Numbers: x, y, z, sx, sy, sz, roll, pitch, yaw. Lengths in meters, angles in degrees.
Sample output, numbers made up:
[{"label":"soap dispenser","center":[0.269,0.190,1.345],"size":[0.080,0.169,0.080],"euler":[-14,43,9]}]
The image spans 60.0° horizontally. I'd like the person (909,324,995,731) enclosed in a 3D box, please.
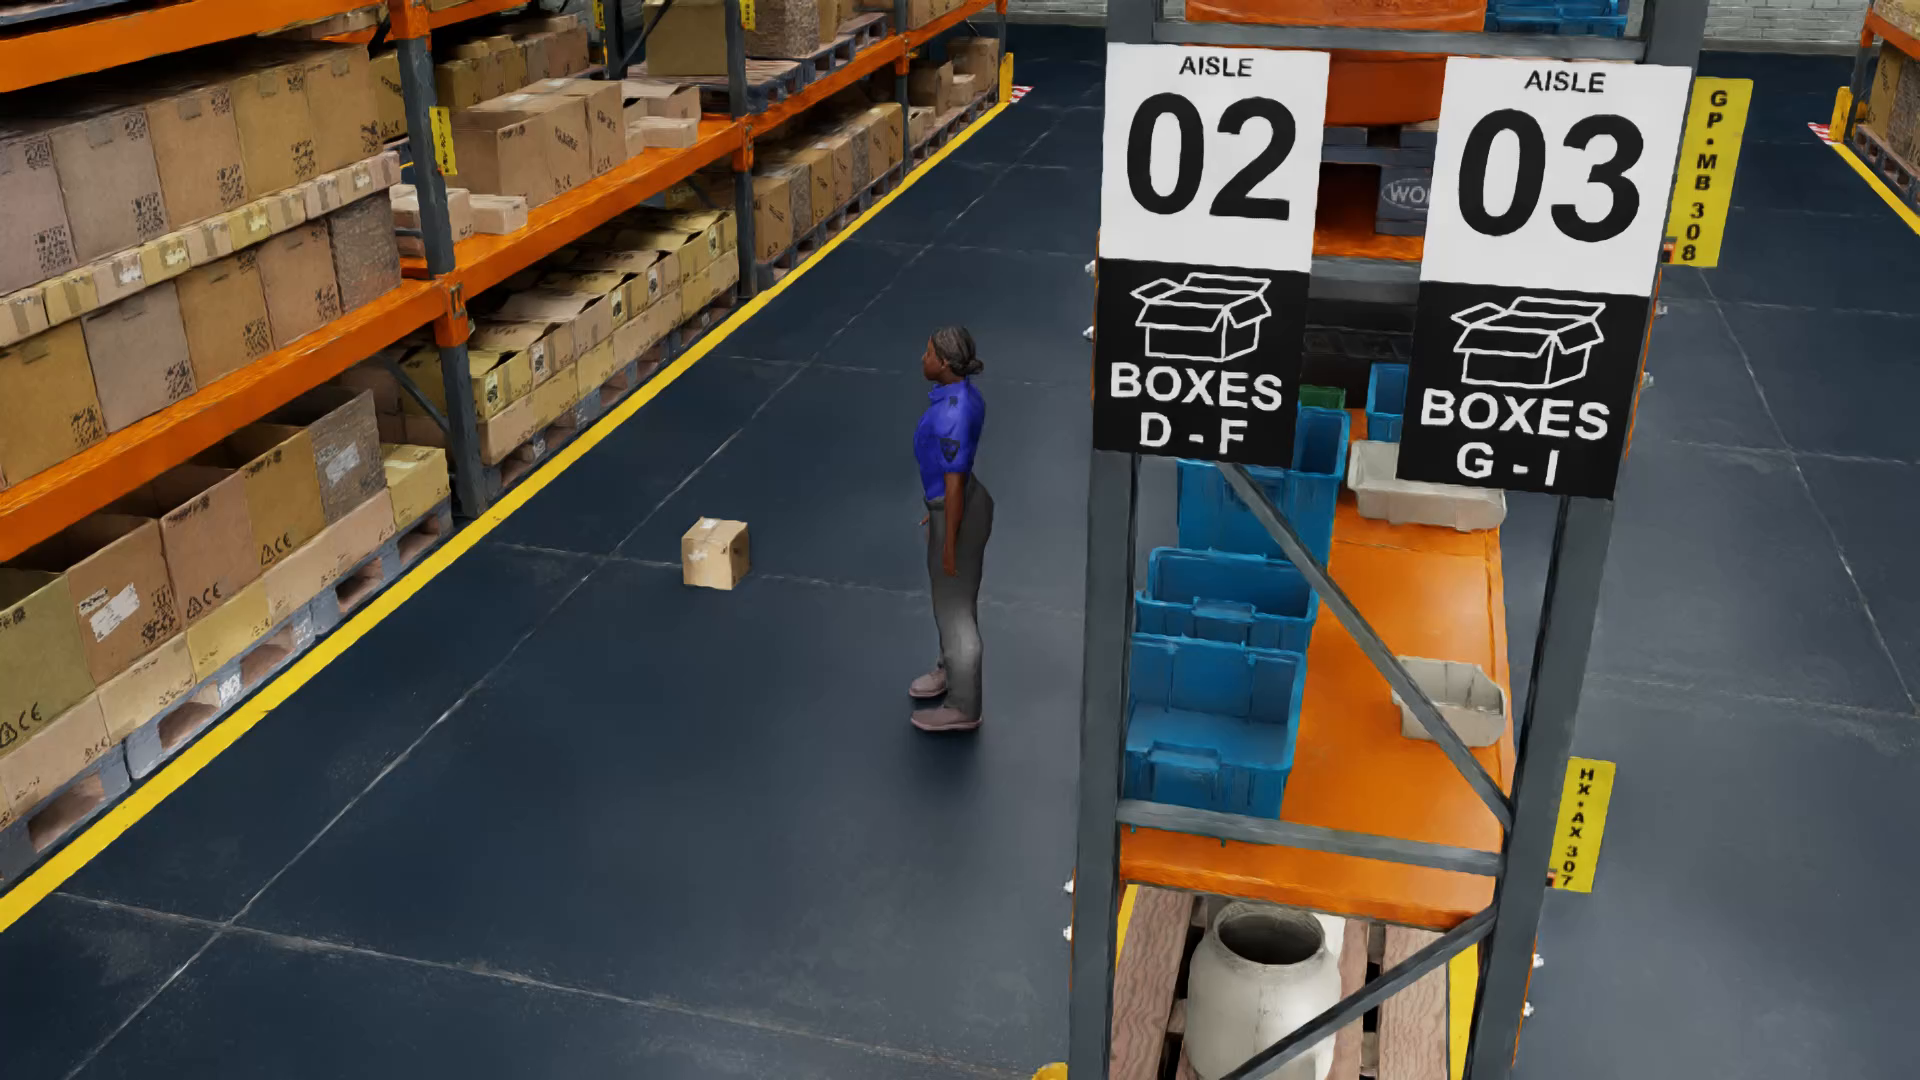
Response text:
[{"label":"person","center":[-0.047,-0.056,6.706],"size":[0.359,1.657,0.490],"euler":[3,26,6]}]
